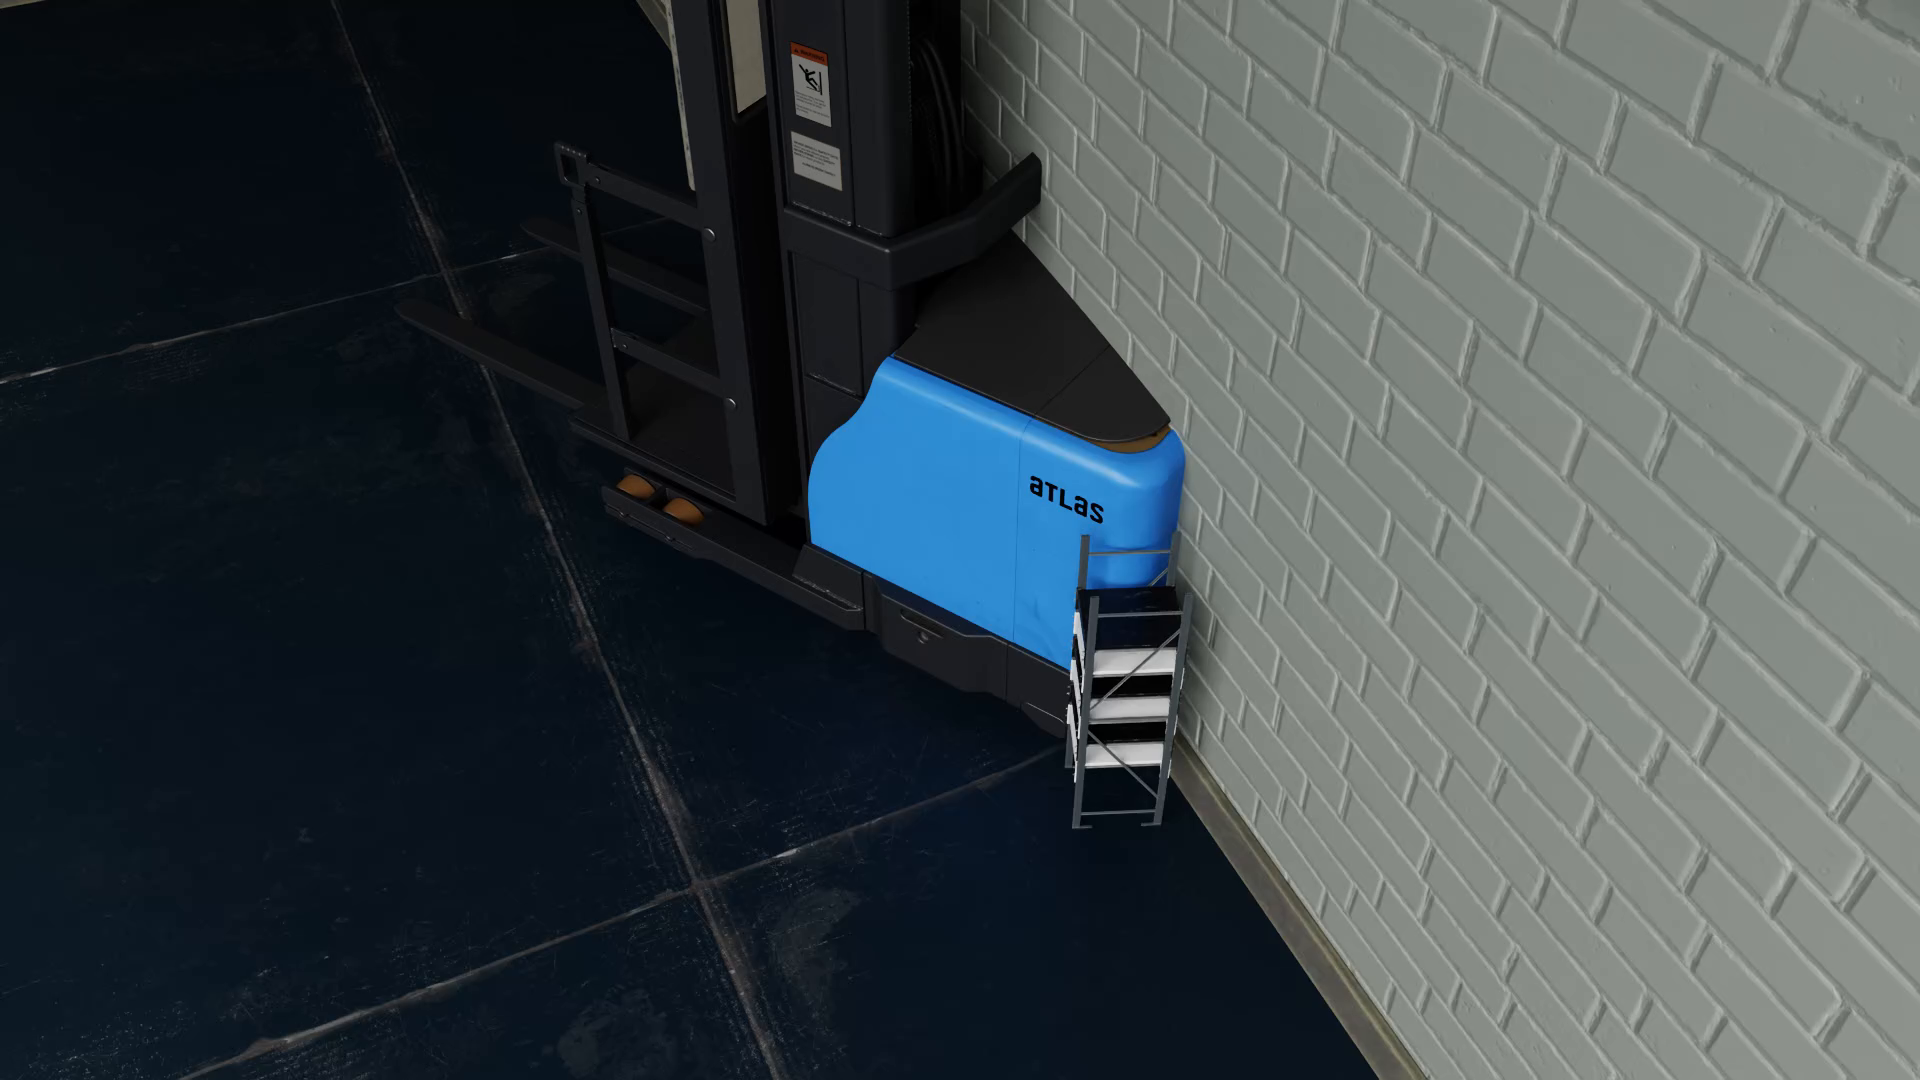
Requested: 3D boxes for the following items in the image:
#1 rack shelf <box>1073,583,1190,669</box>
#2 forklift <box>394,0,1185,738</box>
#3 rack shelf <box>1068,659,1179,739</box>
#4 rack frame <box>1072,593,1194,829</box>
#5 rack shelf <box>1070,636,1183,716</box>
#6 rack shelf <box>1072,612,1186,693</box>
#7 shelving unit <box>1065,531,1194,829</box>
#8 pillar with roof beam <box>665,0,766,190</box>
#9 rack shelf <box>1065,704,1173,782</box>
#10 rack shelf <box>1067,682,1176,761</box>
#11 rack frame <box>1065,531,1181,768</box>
[{"bbox_3d":[0.416,0.209,4.061,0.258,0.077,0.200,-2,45,-2],"label":"rack shelf"},{"bbox_3d":[-0.519,-1.289,4.470,3.031,2.935,1.130,25,50,23],"label":"forklift"},{"bbox_3d":[0.416,0.401,4.250,0.258,0.077,0.200,-2,45,-2],"label":"rack shelf"},{"bbox_3d":[0.421,0.449,4.155,0.240,0.900,0.006,-2,45,-2],"label":"rack frame"},{"bbox_3d":[0.416,0.337,4.187,0.258,0.077,0.200,-2,45,-2],"label":"rack shelf"},{"bbox_3d":[0.416,0.273,4.124,0.258,0.077,0.200,-2,45,-2],"label":"rack shelf"},{"bbox_3d":[0.416,0.377,4.227,0.258,0.900,0.210,-2,45,-2],"label":"shelving unit"},{"bbox_3d":[-4.777,-3.288,2.175,9.100,9.000,0.400,-18,47,-17],"label":"pillar with roof beam"},{"bbox_3d":[0.416,0.529,4.377,0.258,0.077,0.200,-2,45,-2],"label":"rack shelf"},{"bbox_3d":[0.416,0.465,4.314,0.258,0.077,0.200,-2,45,-2],"label":"rack shelf"},{"bbox_3d":[0.411,0.306,4.299,0.240,0.900,0.006,-2,45,-2],"label":"rack frame"}]
